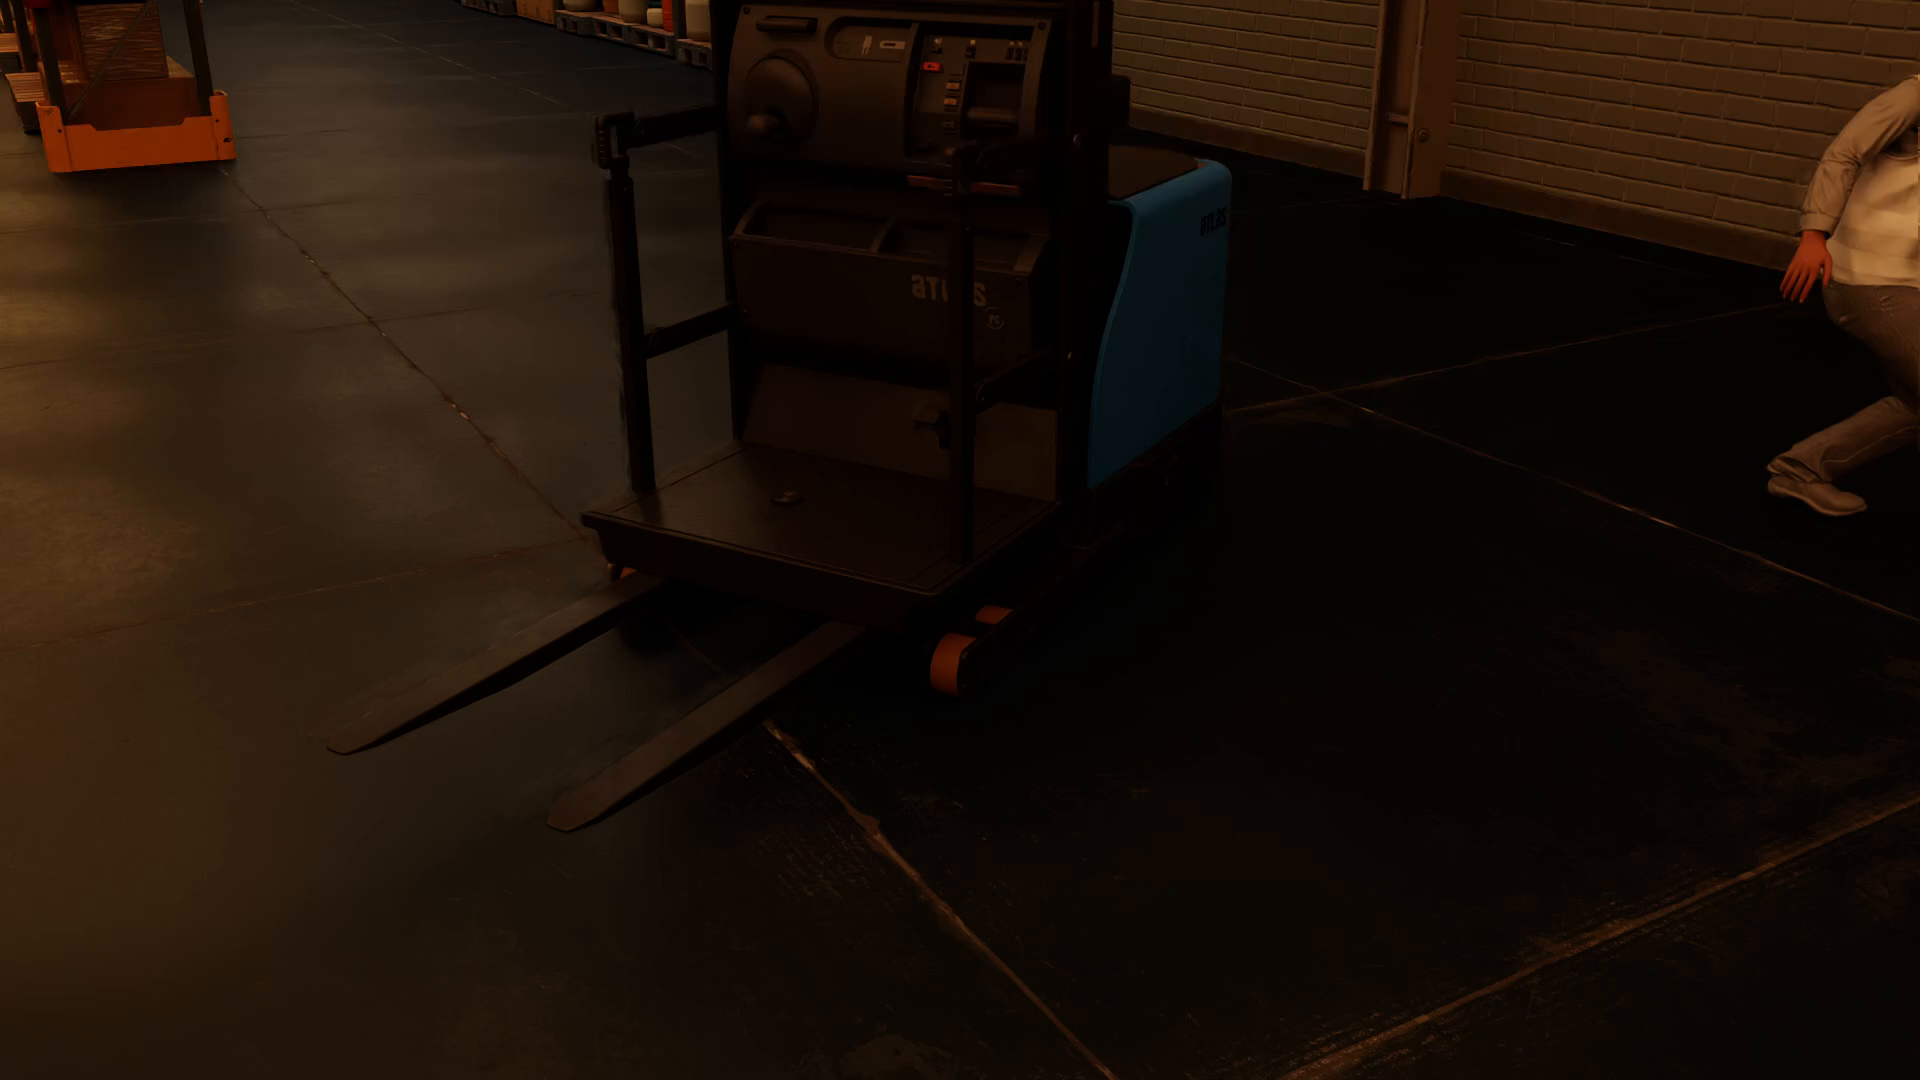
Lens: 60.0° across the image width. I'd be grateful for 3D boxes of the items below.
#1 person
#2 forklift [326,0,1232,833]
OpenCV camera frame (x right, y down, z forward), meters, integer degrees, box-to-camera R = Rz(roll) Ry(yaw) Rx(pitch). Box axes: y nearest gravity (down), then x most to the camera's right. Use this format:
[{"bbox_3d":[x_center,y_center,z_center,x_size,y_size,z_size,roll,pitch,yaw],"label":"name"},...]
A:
[{"bbox_3d":[2.855,-0.746,4.830,0.788,1.648,0.797,-18,28,-37],"label":"person"},{"bbox_3d":[-0.299,-1.154,4.086,1.130,2.935,3.031,12,25,27],"label":"forklift"}]
